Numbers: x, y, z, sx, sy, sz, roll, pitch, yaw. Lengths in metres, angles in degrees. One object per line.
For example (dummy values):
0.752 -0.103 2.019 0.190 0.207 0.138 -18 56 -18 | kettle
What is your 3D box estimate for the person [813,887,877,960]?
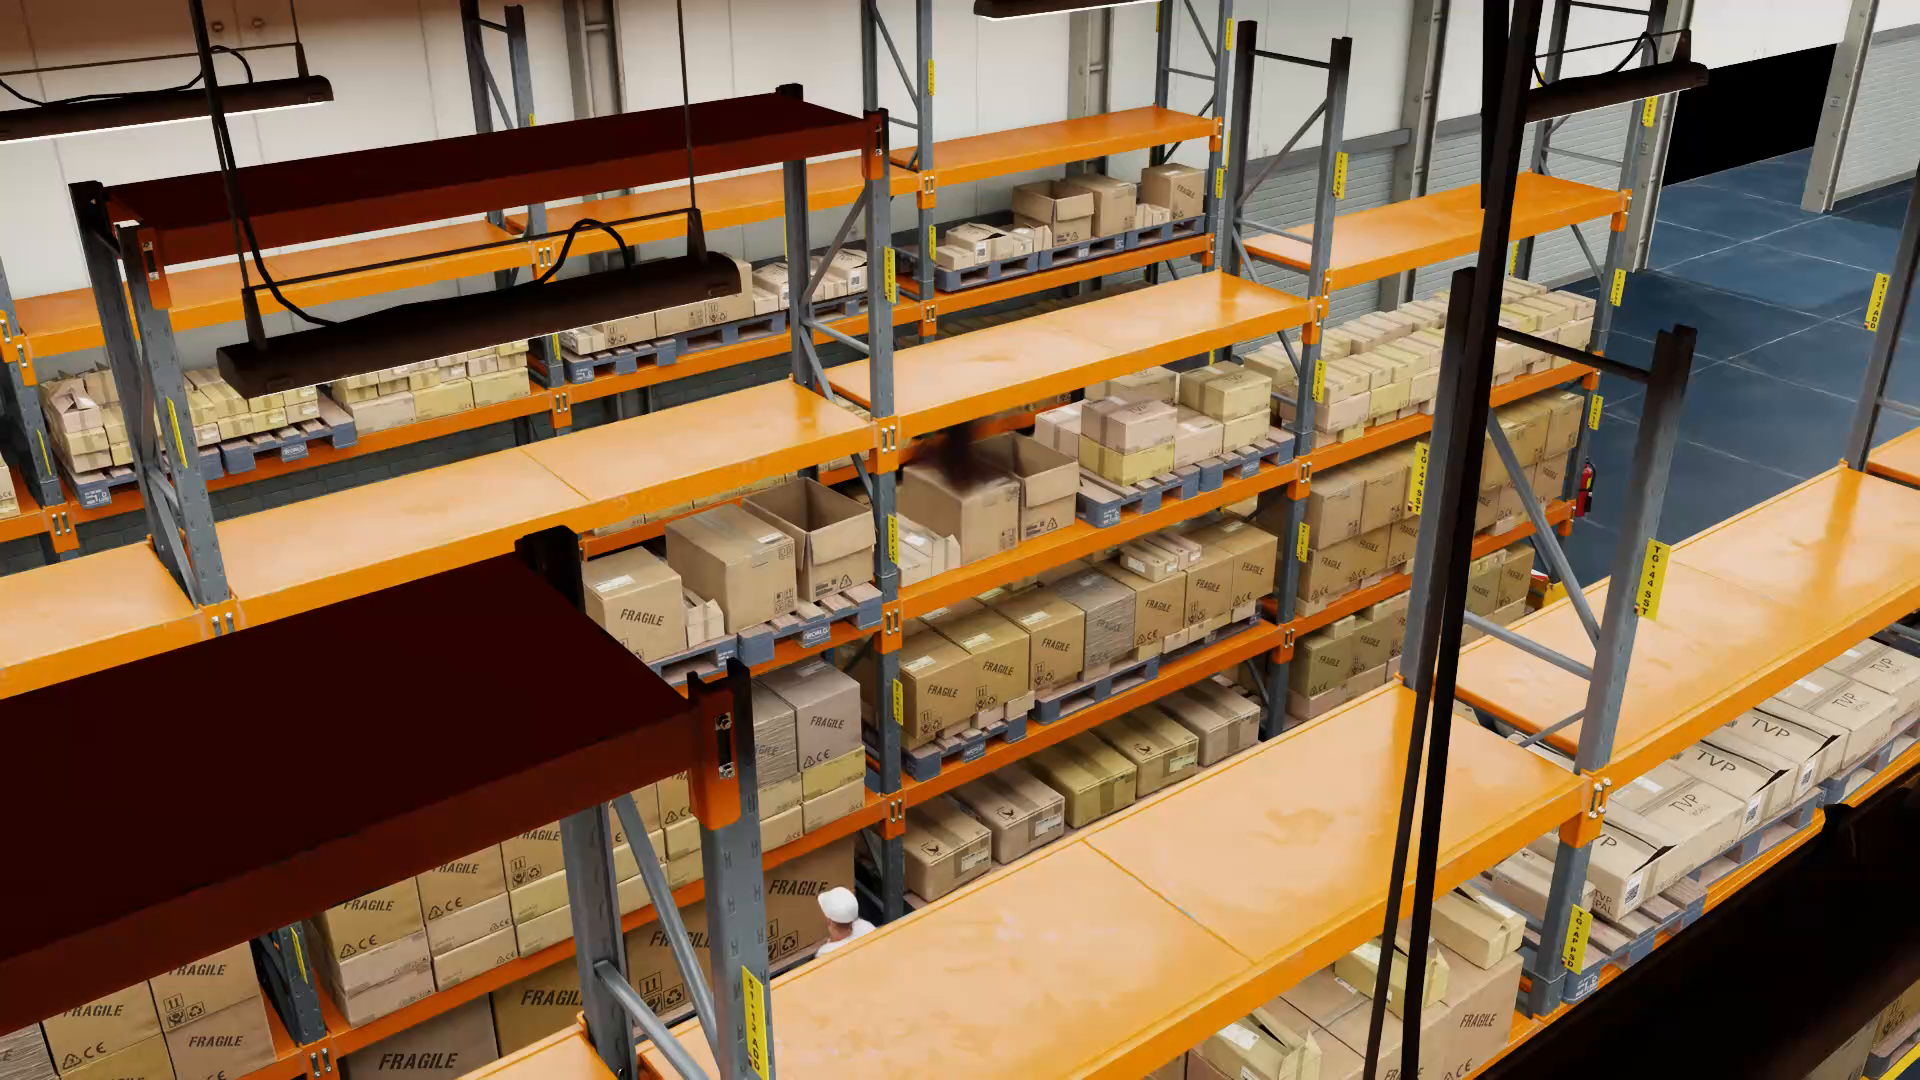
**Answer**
-0.665 2.784 9.707 0.393 1.816 0.557 17 31 30 | person
